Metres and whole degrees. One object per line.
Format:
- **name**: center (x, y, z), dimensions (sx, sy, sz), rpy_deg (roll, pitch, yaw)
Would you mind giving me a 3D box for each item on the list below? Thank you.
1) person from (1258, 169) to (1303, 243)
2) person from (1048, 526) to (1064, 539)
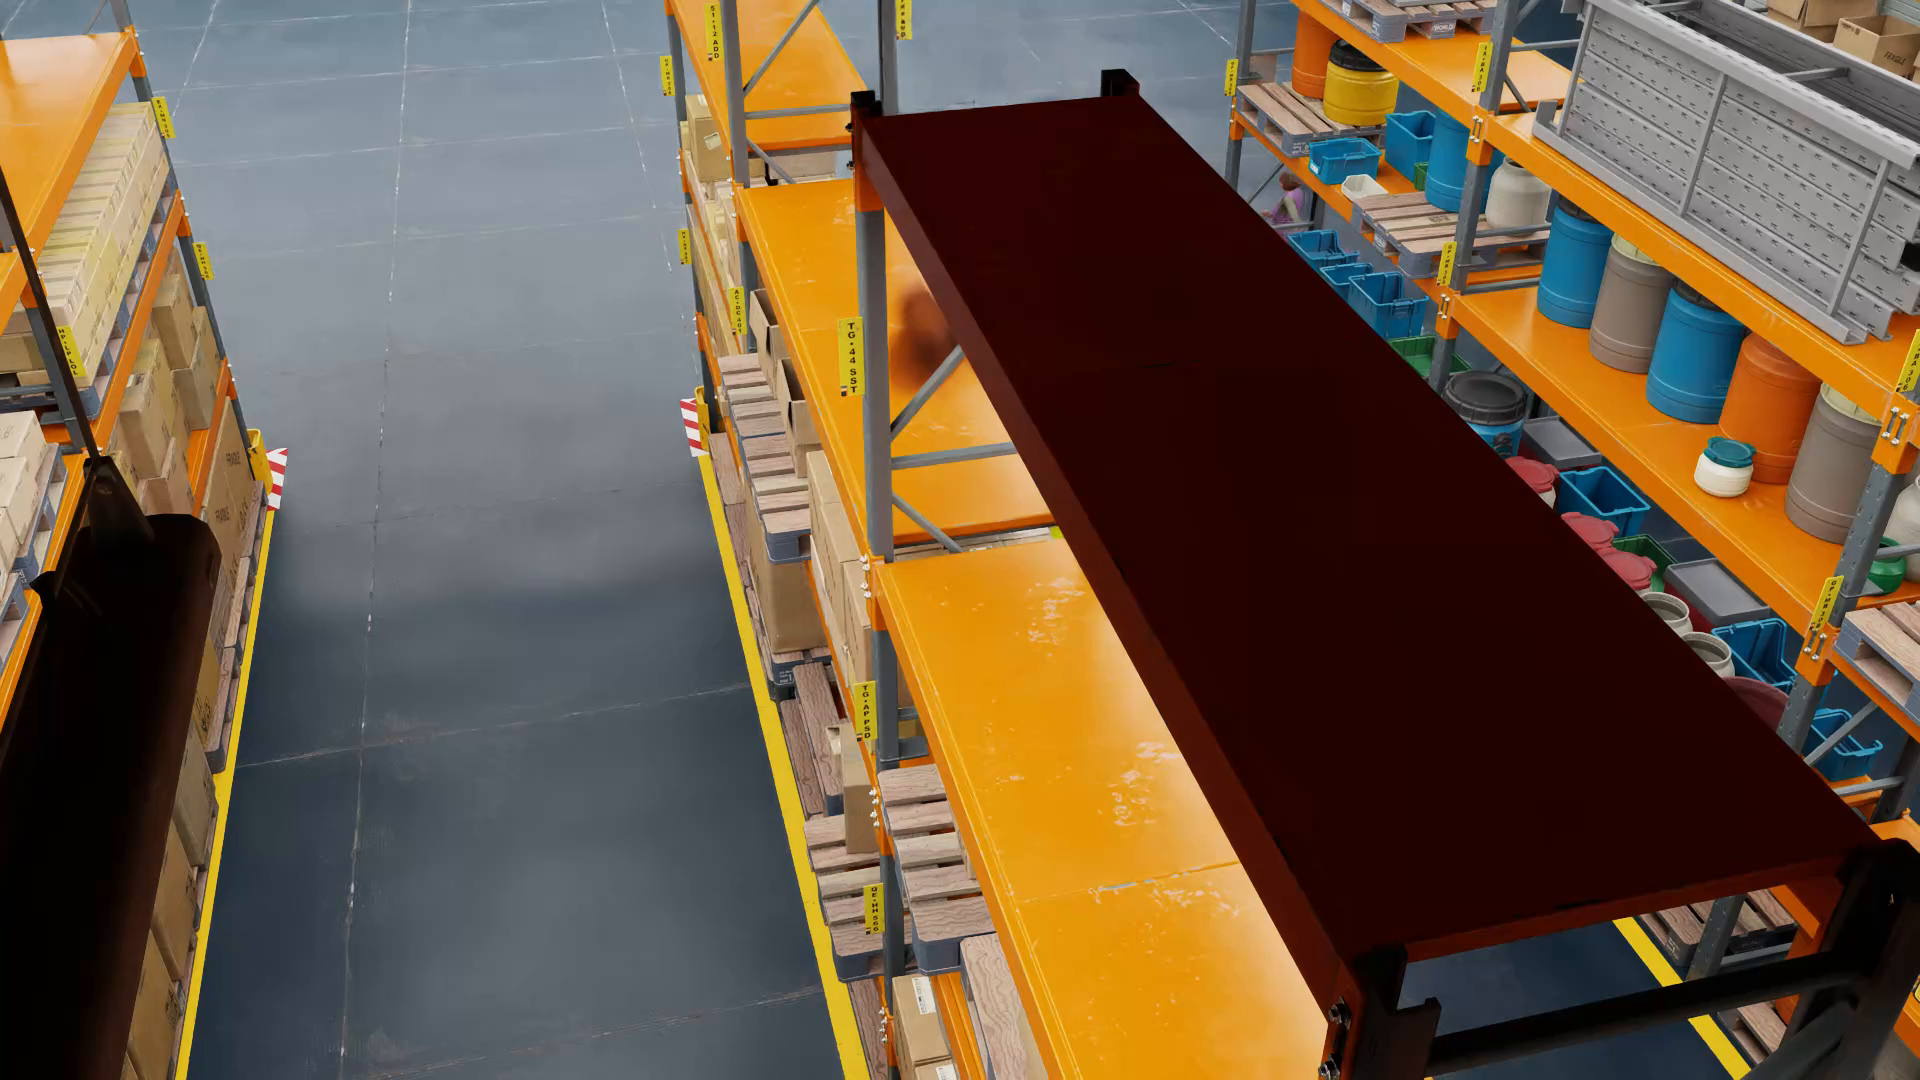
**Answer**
- **person**: center (3.339, -3.026, 17.130), dimensions (0.698, 1.653, 0.556), rpy_deg (22, 40, 29)
- **person**: center (0.715, 0.159, 12.284), dimensions (0.640, 1.796, 0.890), rpy_deg (-9, 35, -12)
